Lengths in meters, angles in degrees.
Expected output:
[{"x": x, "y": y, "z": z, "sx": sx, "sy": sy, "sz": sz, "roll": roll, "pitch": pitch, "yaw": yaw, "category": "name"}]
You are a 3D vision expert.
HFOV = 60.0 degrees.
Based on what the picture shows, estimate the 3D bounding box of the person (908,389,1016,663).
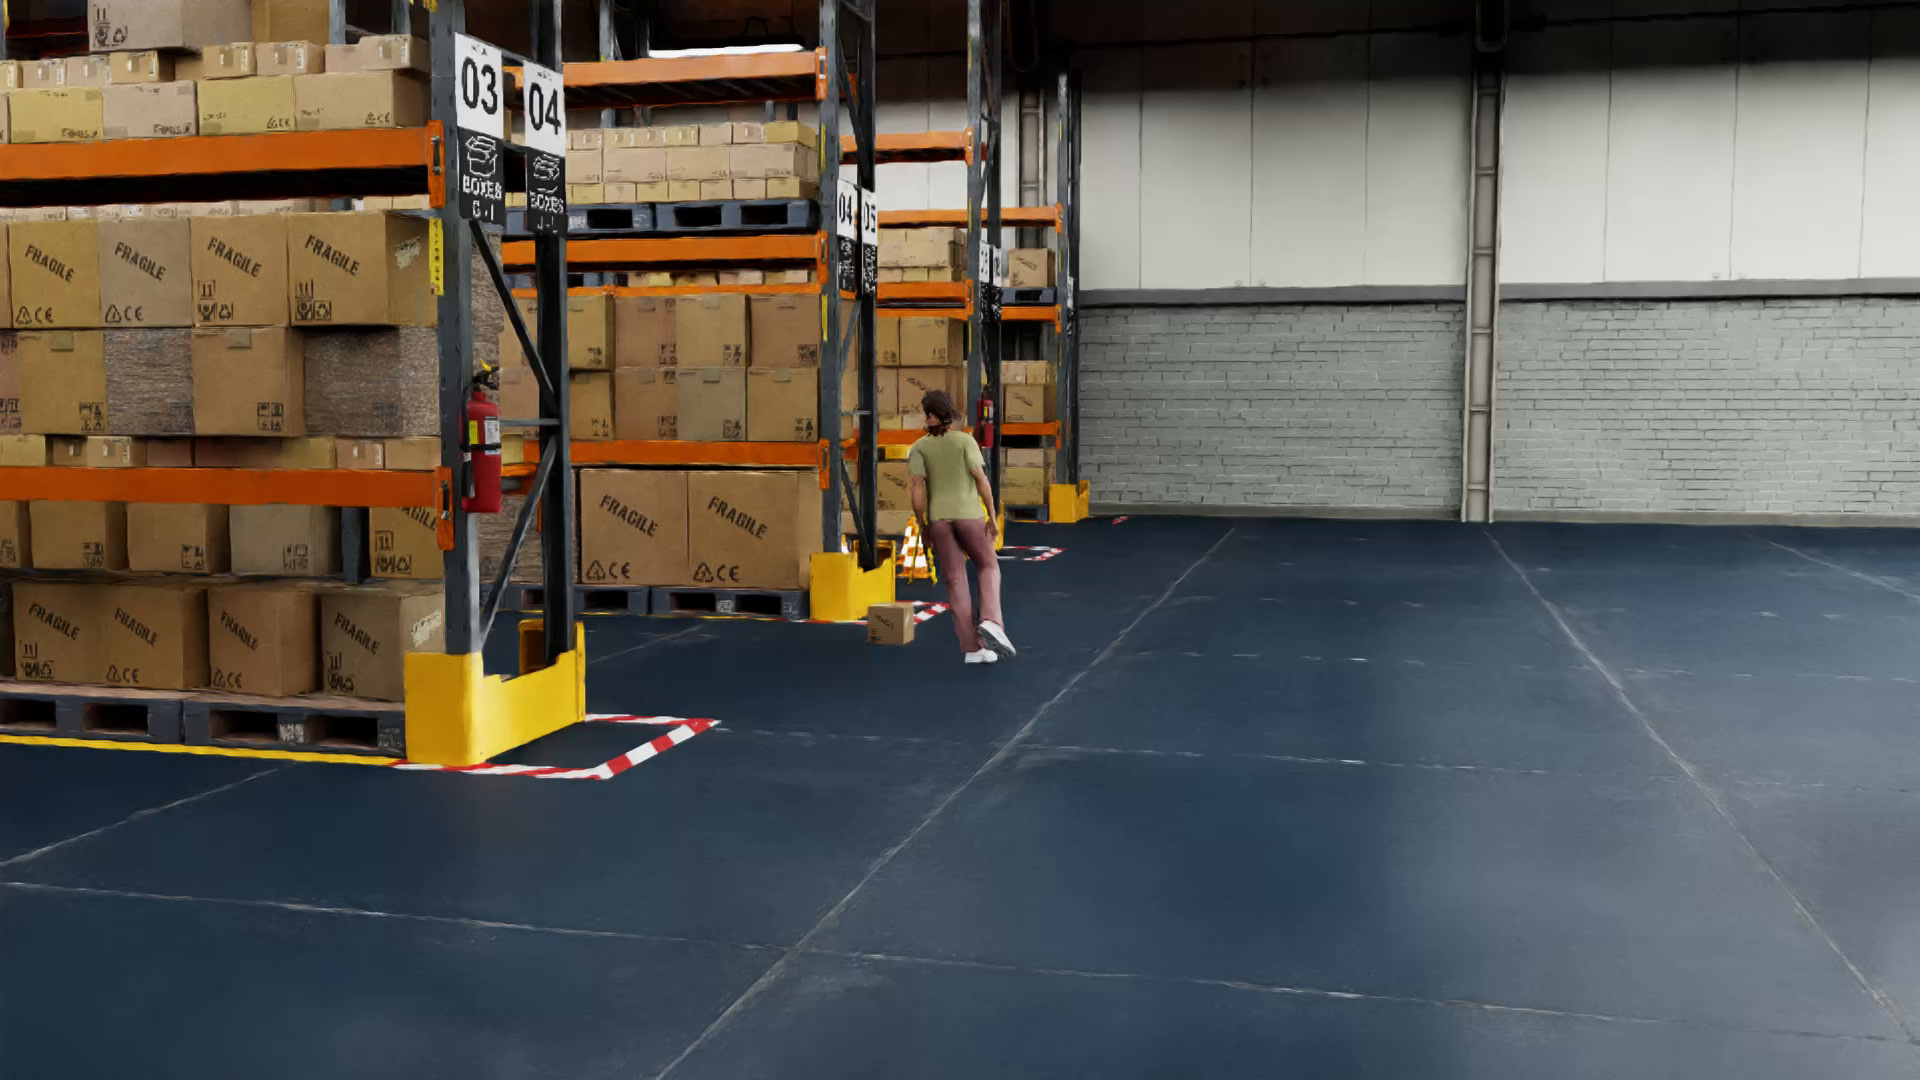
[{"x": 0.031, "y": 0.038, "z": 10.092, "sx": 0.654, "sy": 1.421, "sz": 0.437, "roll": 1, "pitch": 5, "yaw": 12, "category": "person"}]
